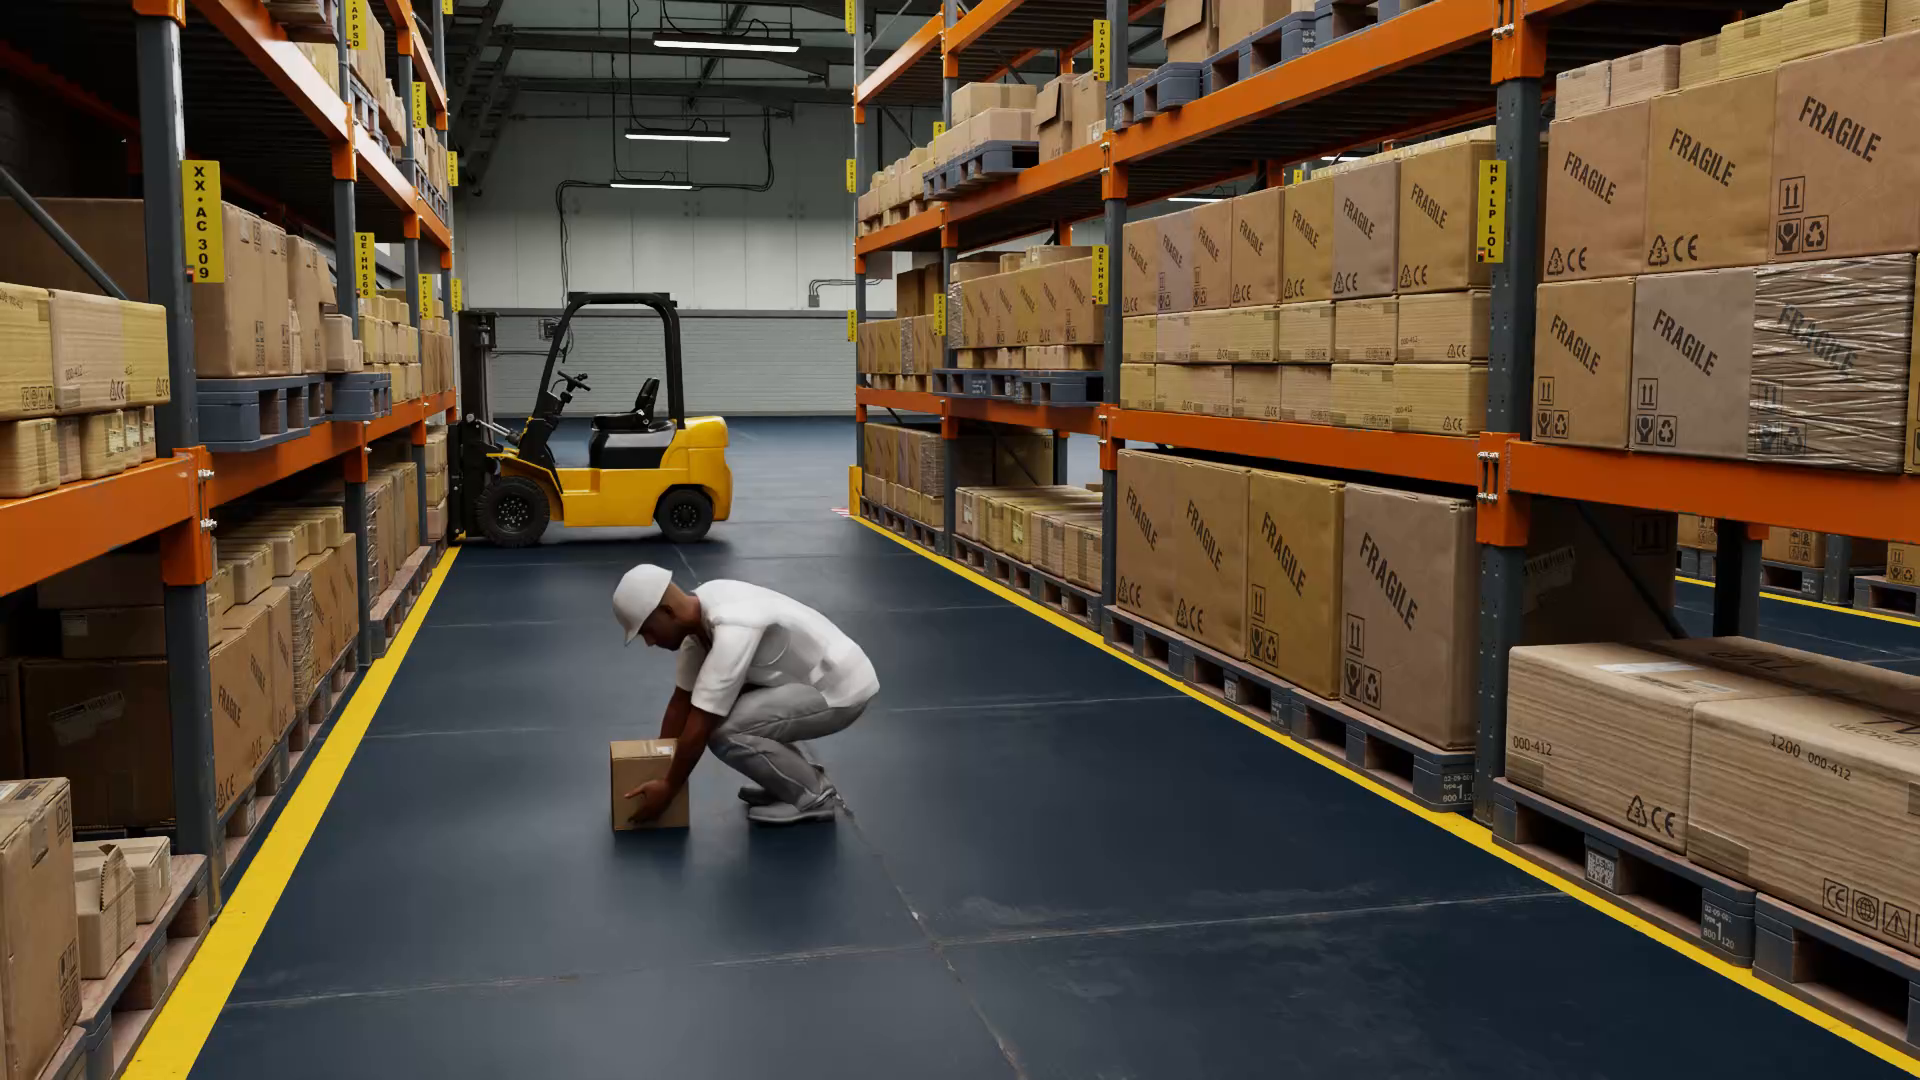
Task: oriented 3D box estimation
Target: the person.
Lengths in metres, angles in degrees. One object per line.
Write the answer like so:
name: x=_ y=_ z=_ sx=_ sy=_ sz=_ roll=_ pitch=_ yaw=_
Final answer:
person: x=-0.725 y=0.513 z=5.687 sx=0.896 sy=0.893 sz=0.563 roll=-1 pitch=6 yaw=-14
